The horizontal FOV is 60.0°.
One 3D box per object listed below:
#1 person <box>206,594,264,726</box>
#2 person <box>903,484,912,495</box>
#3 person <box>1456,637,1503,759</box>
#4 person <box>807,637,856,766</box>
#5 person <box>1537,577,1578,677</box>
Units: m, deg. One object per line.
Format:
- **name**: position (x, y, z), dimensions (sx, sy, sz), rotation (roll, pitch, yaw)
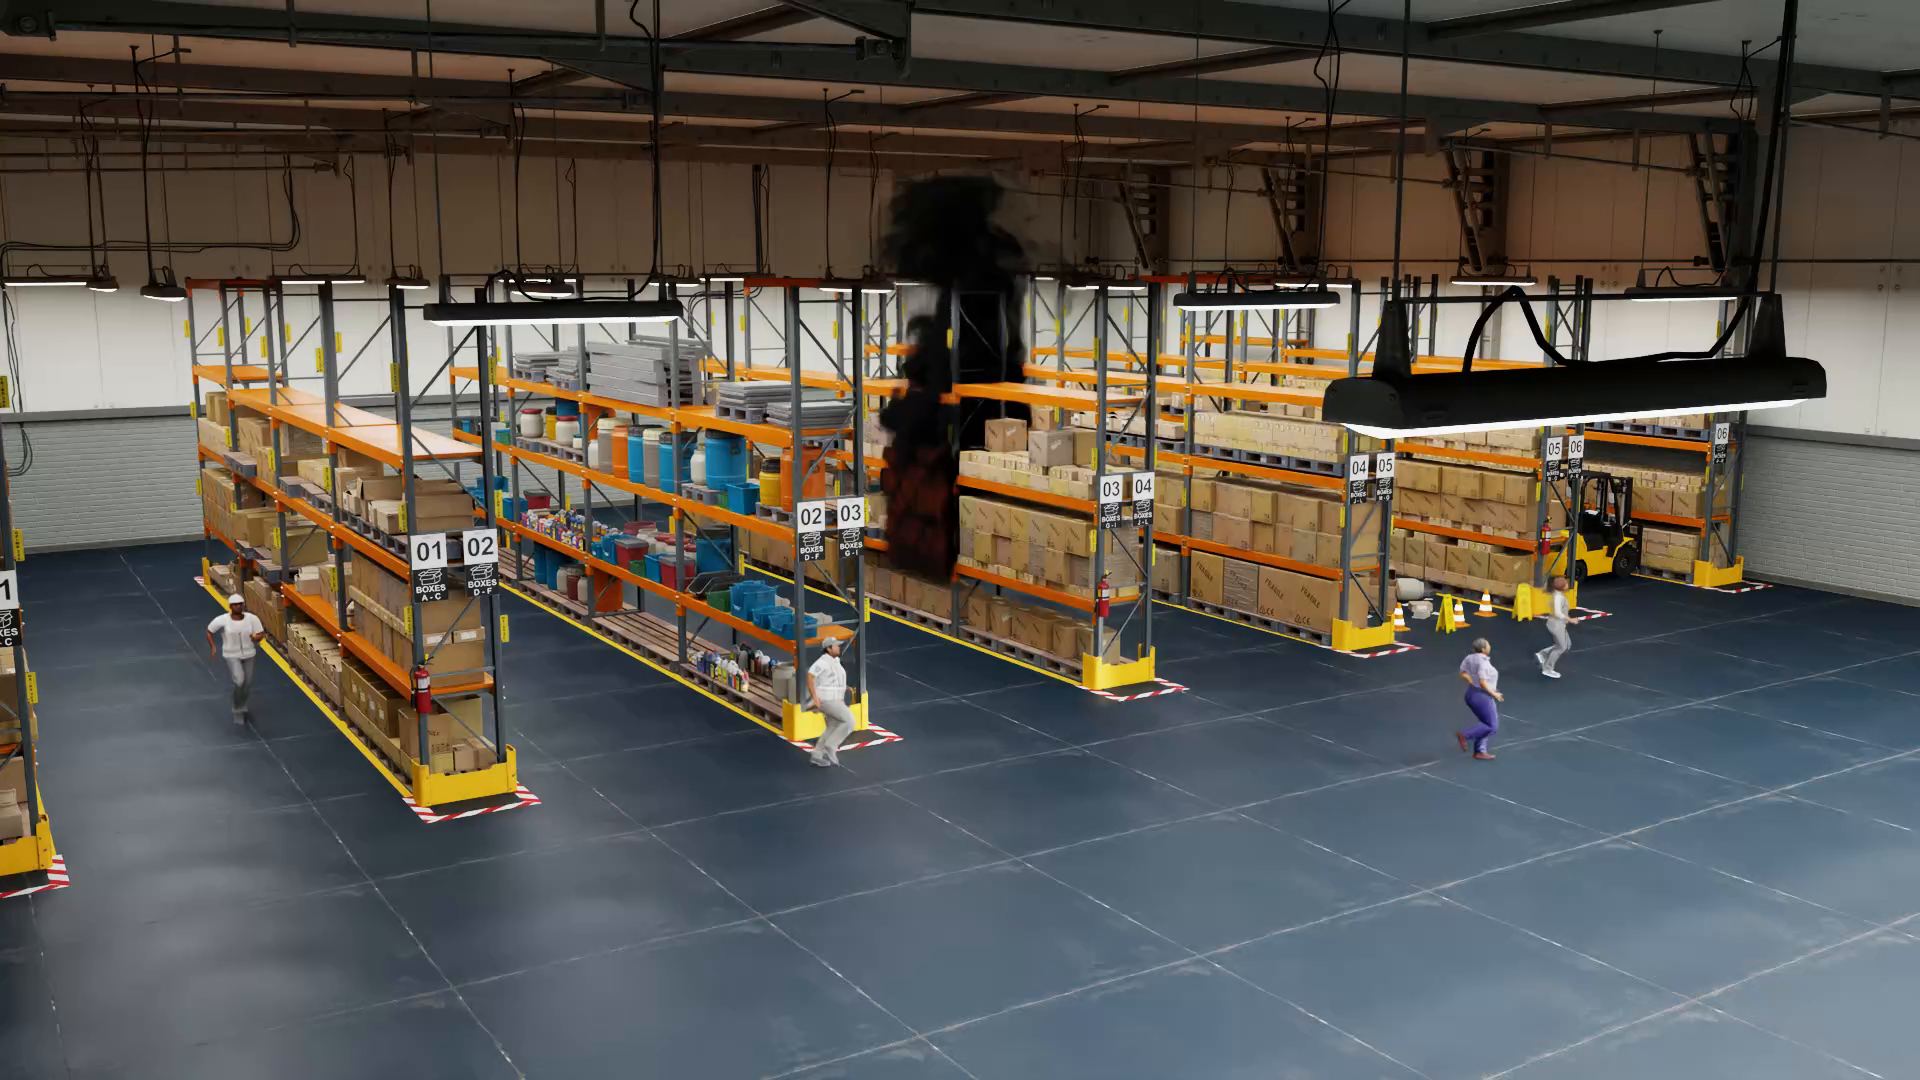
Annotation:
- **person**: position (-9.951, 1.644, 22.970), dimensions (0.676, 1.820, 0.750), rotation (-9, 13, -42)
- **person**: position (-1.388, -1.607, 42.507), dimensions (0.554, 1.655, 0.602), rotation (-7, 12, -37)
- **person**: position (6.580, 2.028, 21.190), dimensions (0.607, 1.608, 0.608), rotation (-2, 10, -10)
- **person**: position (-1.584, 2.030, 21.061), dimensions (0.603, 1.602, 0.615), rotation (2, 10, 10)
- **person**: position (9.158, 1.325, 25.457), dimensions (0.562, 1.560, 0.570), rotation (3, 10, 18)
